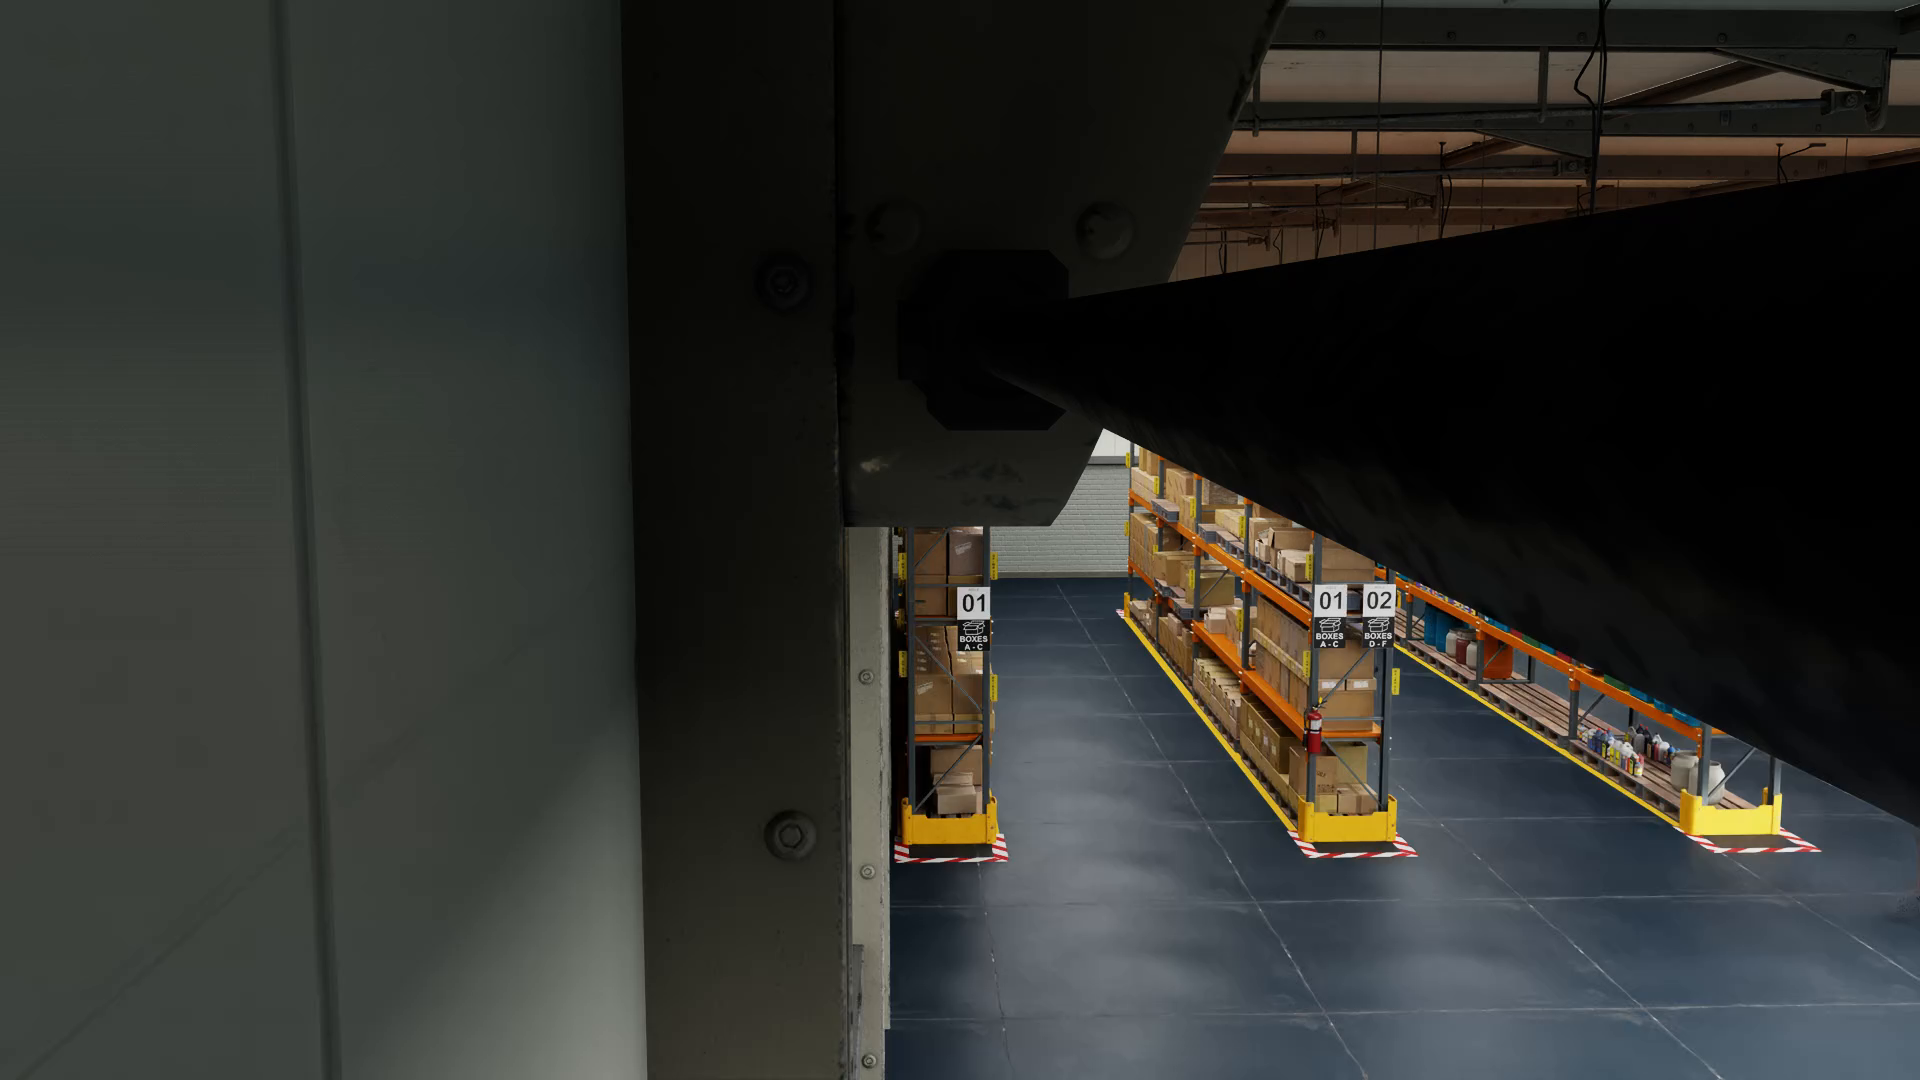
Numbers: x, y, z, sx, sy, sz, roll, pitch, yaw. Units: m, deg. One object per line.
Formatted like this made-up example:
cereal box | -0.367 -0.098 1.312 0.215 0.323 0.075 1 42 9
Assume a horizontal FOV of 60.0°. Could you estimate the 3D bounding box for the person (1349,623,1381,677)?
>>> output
person | 7.008 1.857 28.702 0.661 1.607 0.570 -1 7 -4
